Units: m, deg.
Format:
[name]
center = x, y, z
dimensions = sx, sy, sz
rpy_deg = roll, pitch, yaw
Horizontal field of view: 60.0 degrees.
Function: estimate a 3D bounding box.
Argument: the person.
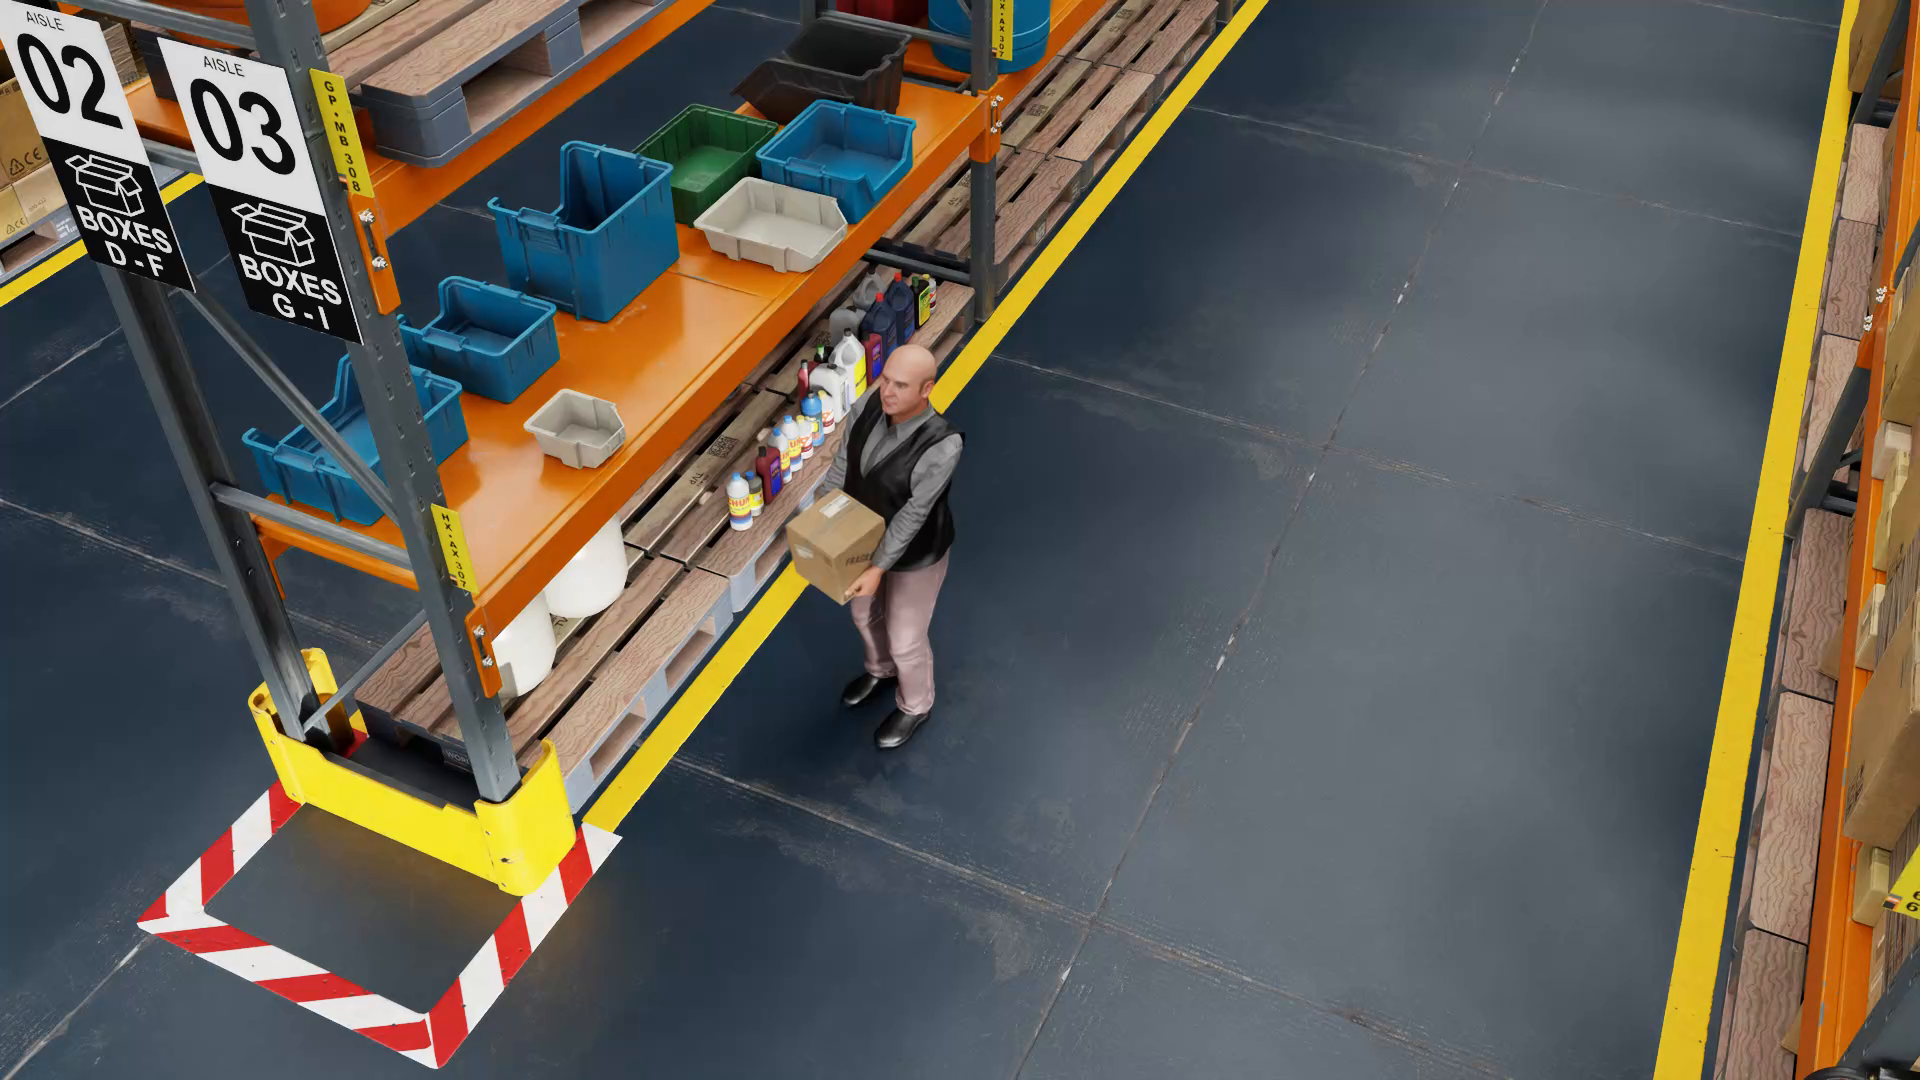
[person]
center = -0.288, 0.067, 6.112
dimensions = 0.494, 1.709, 0.559
rpy_deg = 33, 51, 31
